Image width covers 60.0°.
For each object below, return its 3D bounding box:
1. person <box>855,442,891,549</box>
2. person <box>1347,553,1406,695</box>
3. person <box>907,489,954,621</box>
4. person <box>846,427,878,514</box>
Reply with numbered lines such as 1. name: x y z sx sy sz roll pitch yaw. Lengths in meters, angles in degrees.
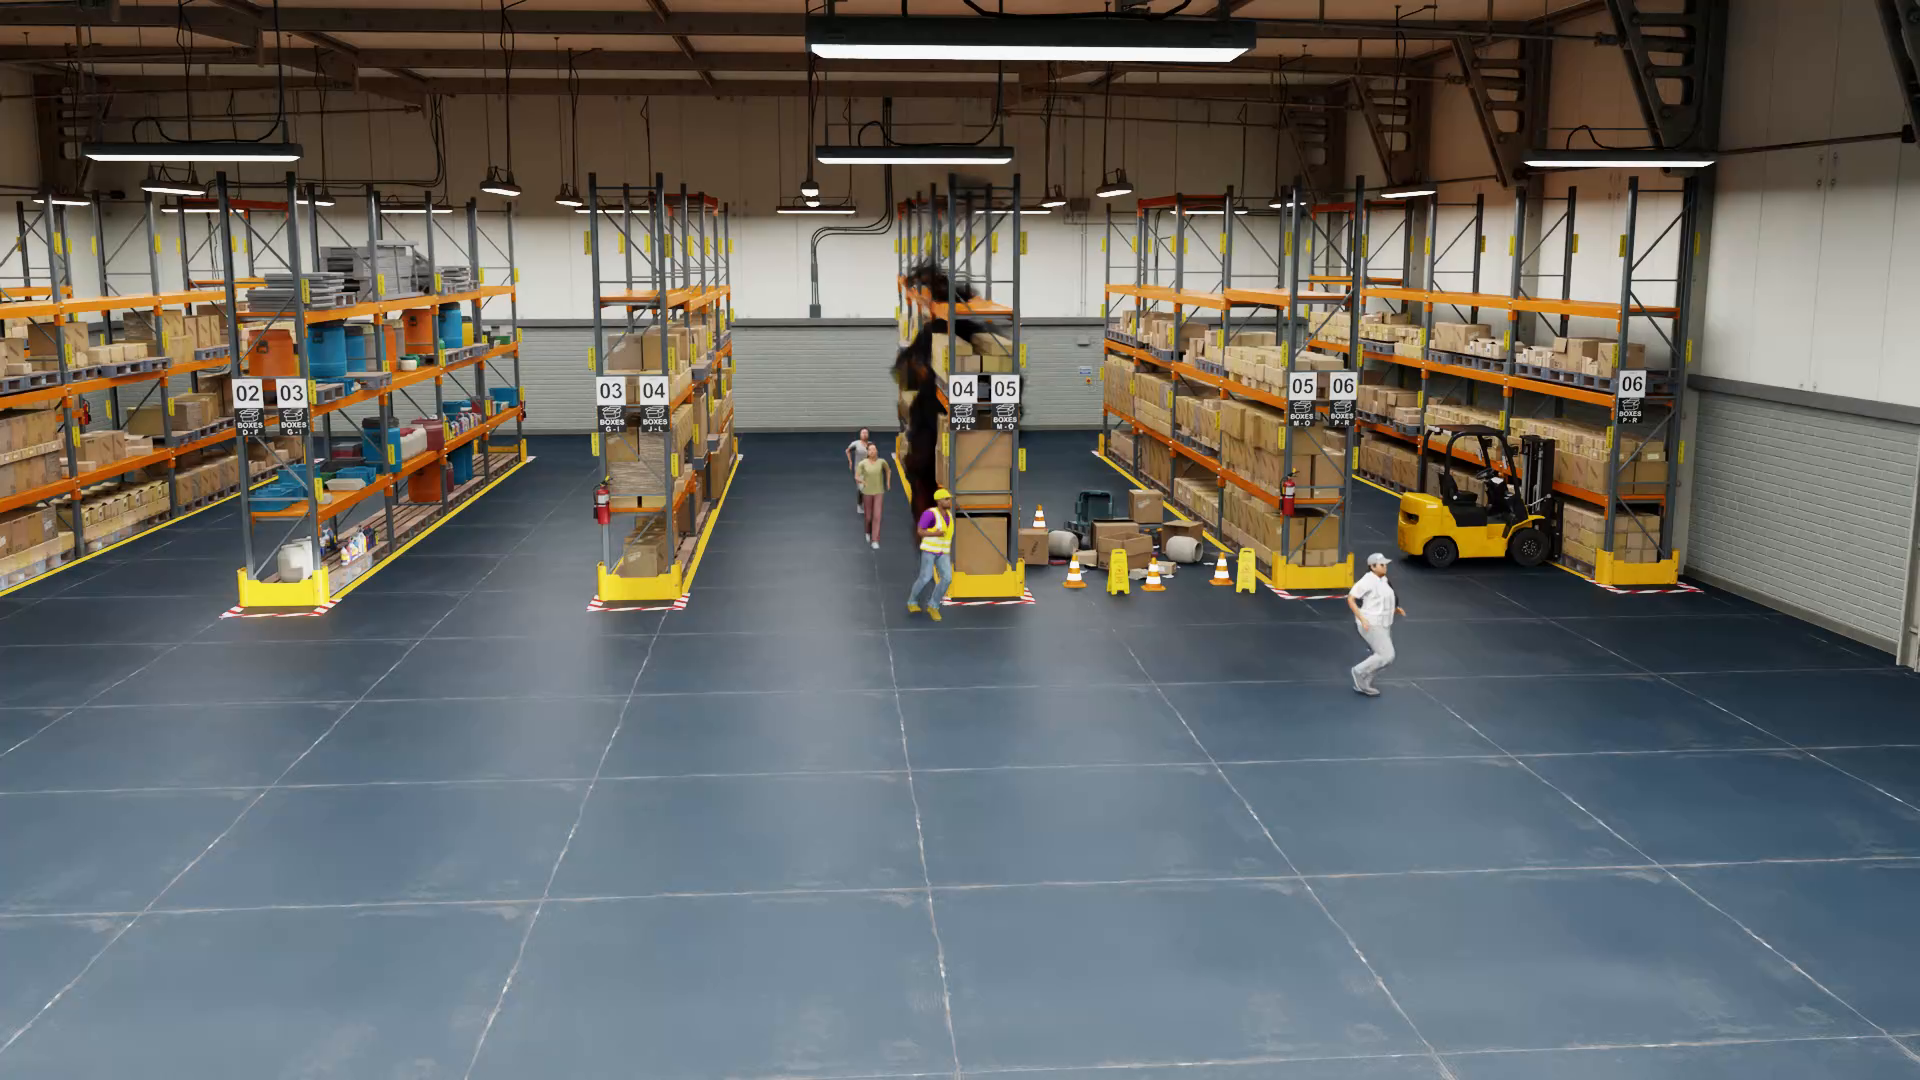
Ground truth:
1. person: -1.363 -0.719 26.317 0.592 1.634 0.884 -1 10 -7
2. person: 4.690 0.953 18.596 0.559 1.620 0.606 8 13 37
3. person: -0.305 0.191 22.682 0.703 1.786 0.711 -7 12 -35
4. person: -1.815 -1.304 31.241 0.552 1.639 0.614 -3 10 -16
